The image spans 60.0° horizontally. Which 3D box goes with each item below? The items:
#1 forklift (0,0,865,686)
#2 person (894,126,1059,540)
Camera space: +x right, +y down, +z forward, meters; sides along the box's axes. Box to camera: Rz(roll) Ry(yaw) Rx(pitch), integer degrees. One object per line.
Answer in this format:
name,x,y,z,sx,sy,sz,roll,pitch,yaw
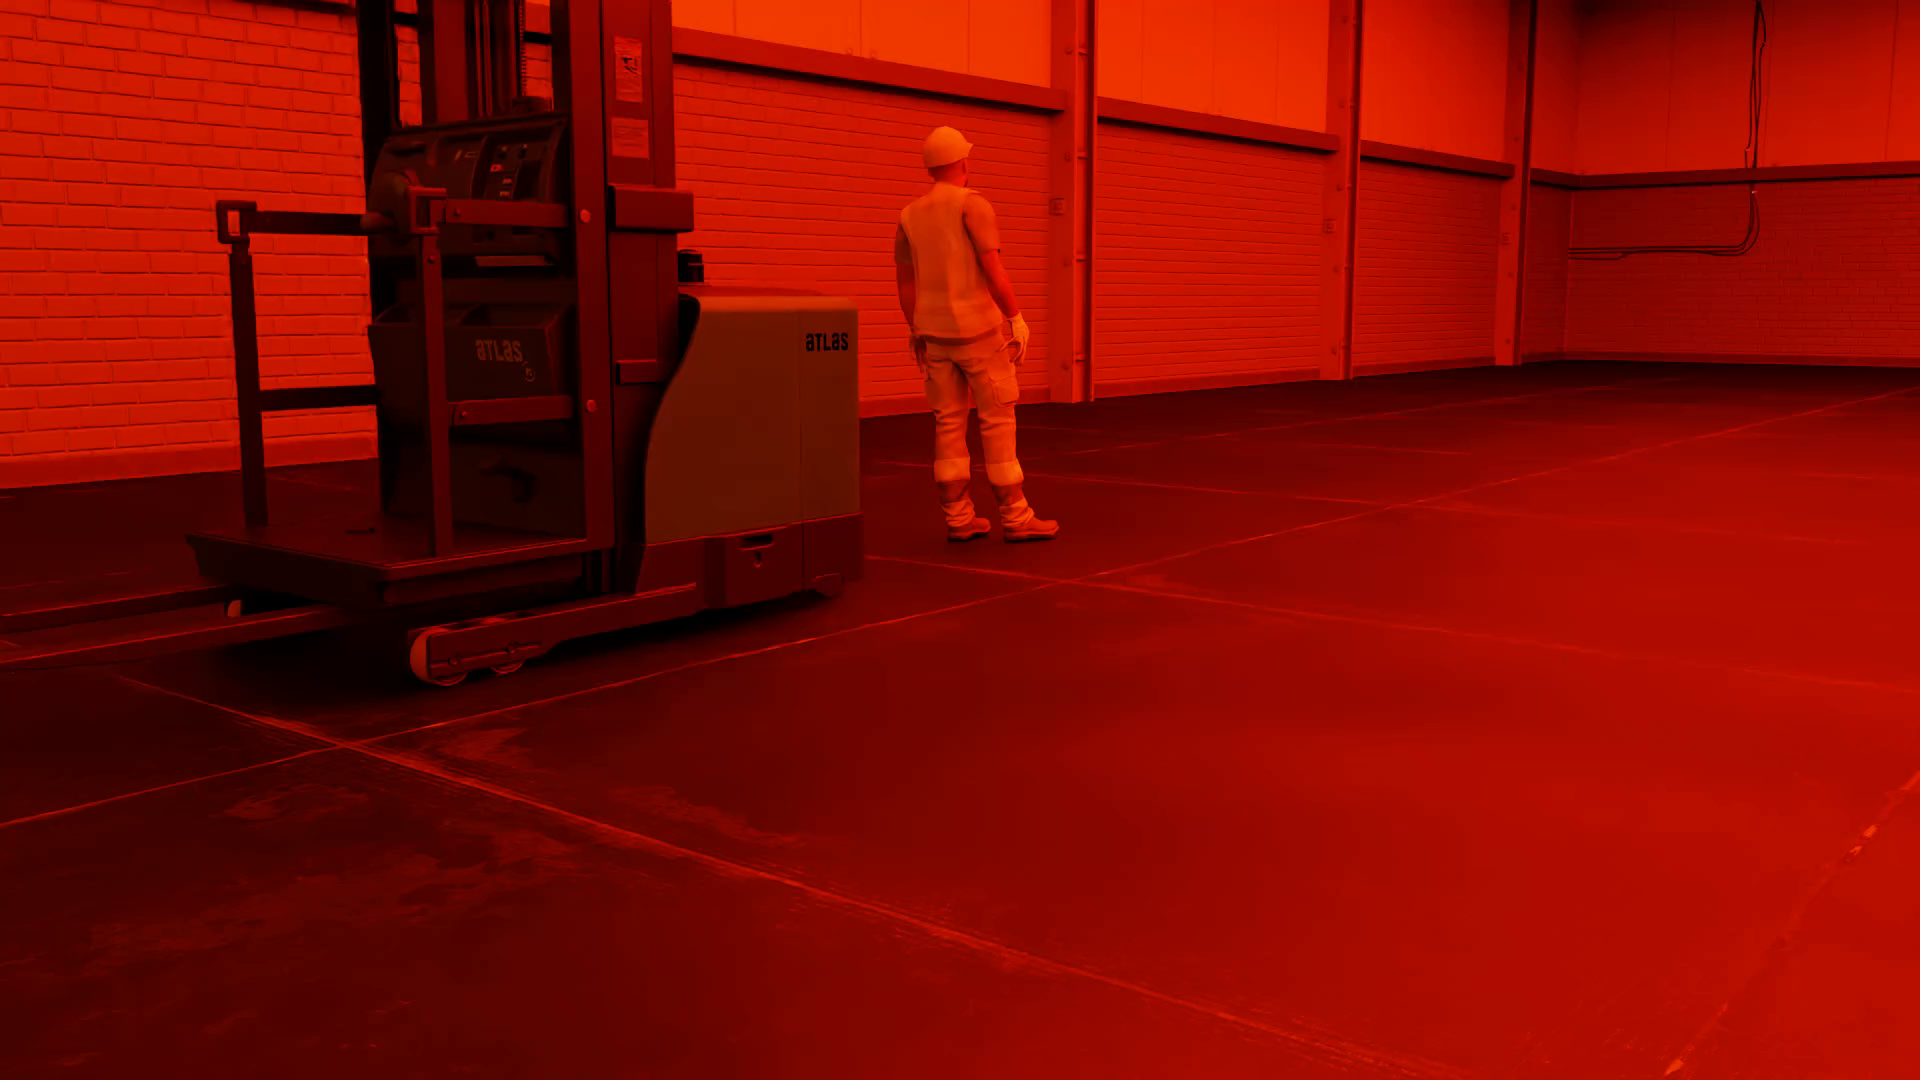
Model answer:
forklift,-1.657,-1.123,4.959,1.130,2.935,3.031,7,11,38
person,0.060,-0.900,7.330,0.636,1.789,0.562,7,11,38
